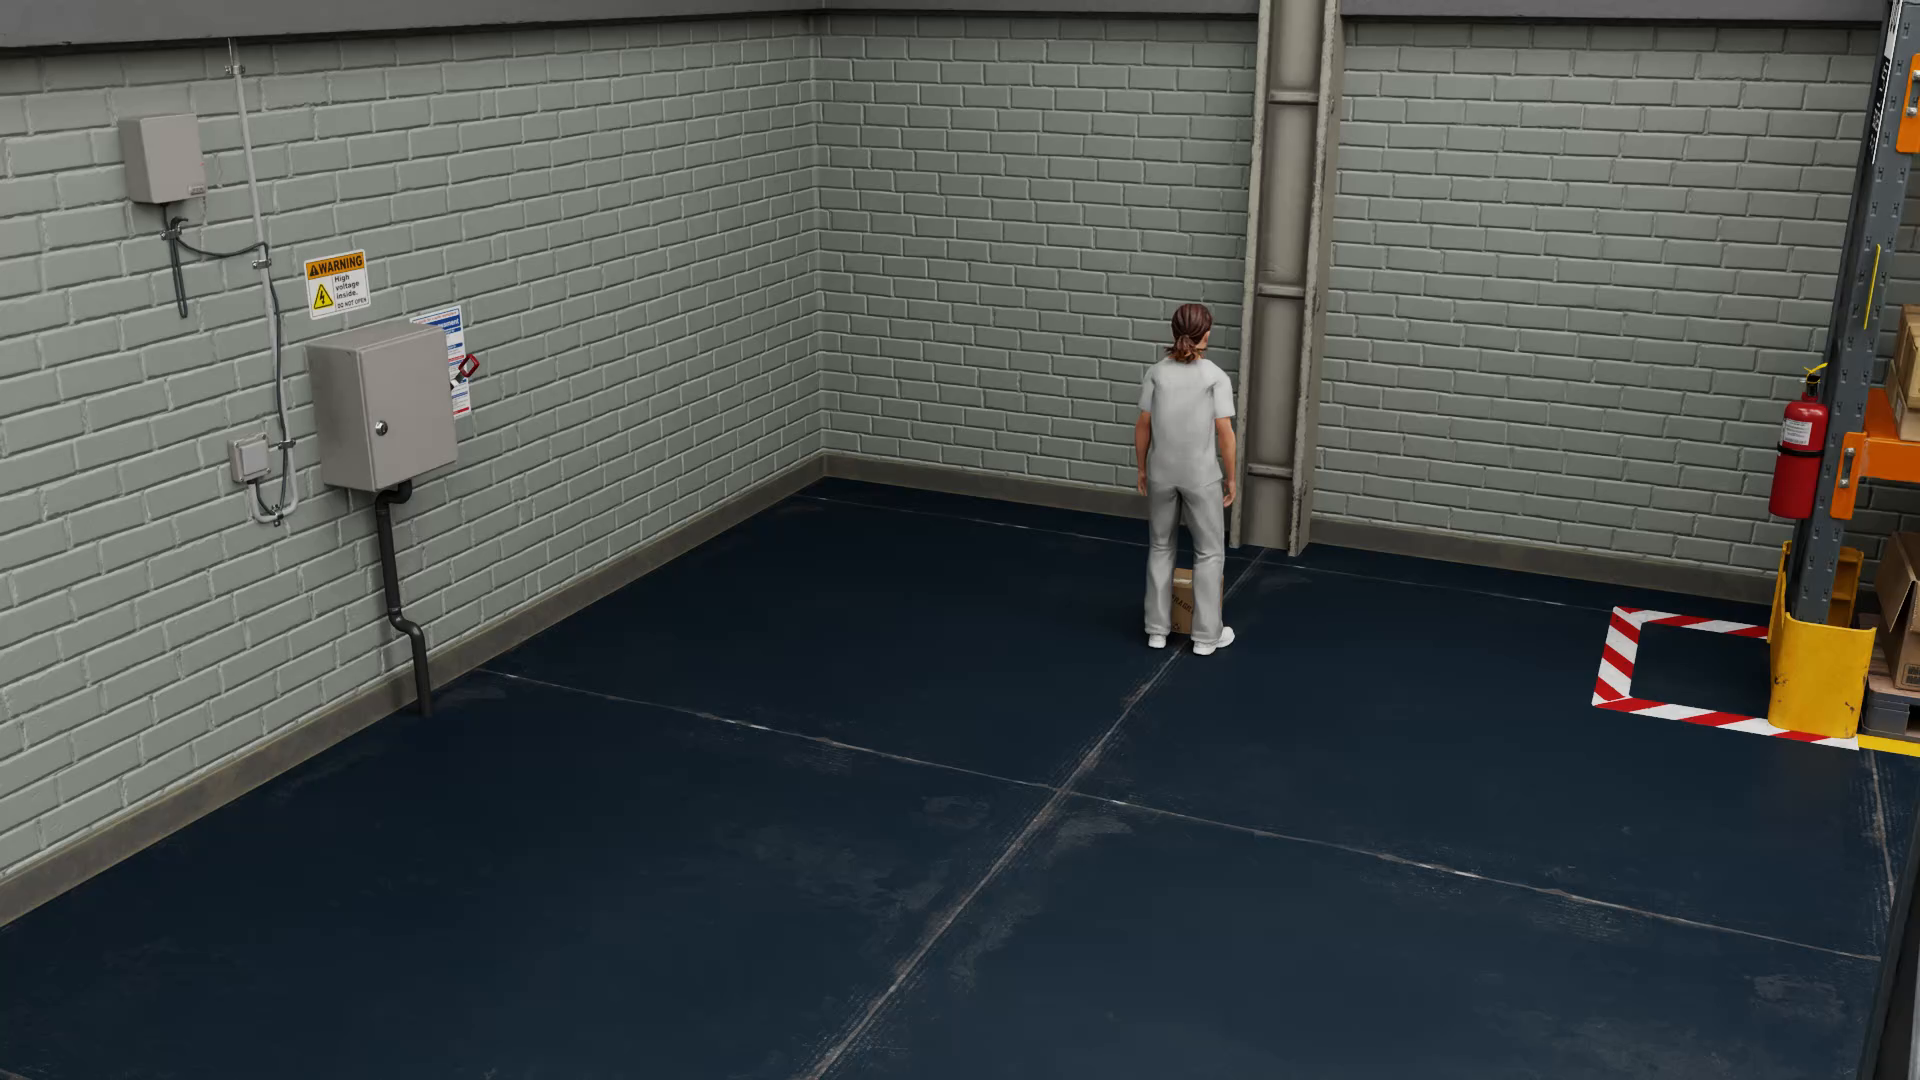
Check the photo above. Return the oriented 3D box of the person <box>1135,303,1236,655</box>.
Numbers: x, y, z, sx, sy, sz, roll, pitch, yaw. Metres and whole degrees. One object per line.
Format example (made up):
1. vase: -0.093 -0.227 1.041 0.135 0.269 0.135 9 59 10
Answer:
1. person: 1.070 -0.285 7.890 0.495 1.673 0.352 8 21 22
